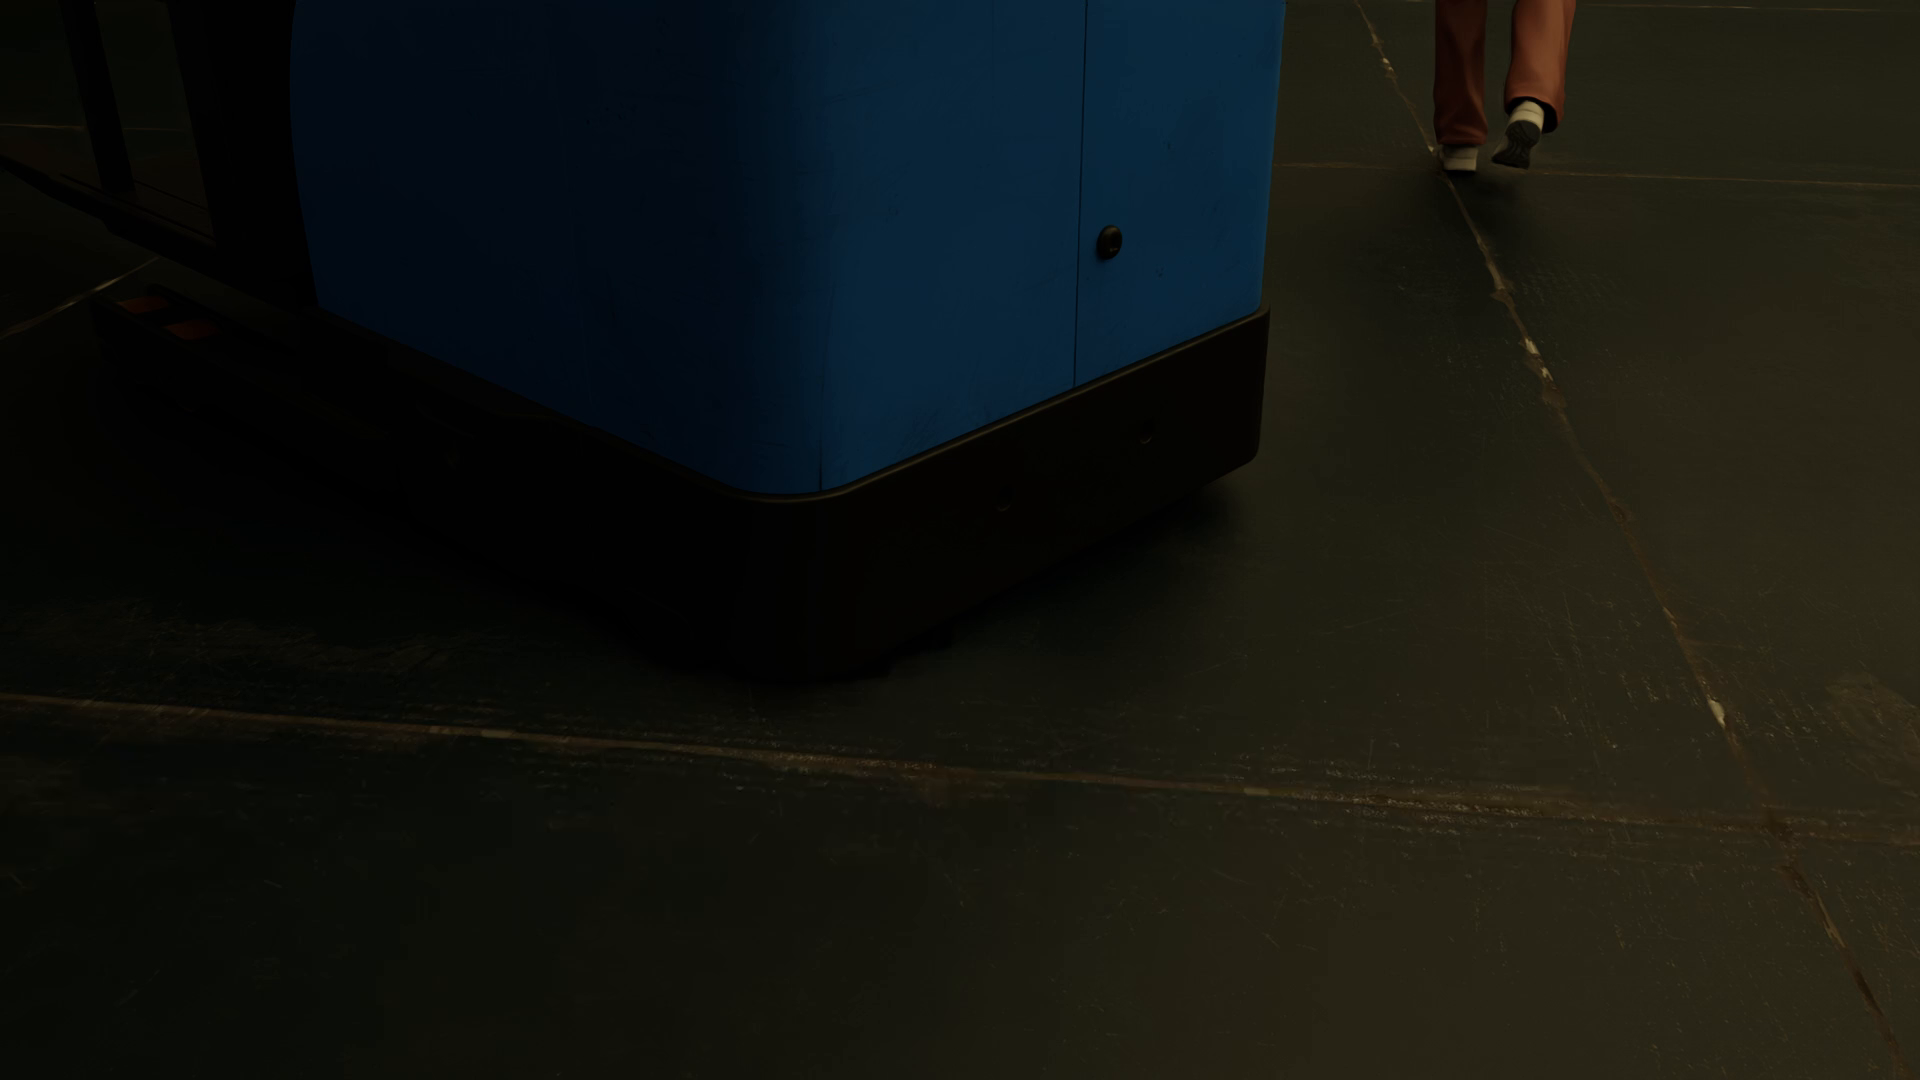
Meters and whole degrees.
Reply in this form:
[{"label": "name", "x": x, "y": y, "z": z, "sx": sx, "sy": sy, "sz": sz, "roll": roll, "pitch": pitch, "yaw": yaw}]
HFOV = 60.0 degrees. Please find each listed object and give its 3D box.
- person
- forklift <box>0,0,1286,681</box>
[{"label": "person", "x": 1.324, "y": -1.696, "z": 4.097, "sx": 0.607, "sy": 1.621, "sz": 0.610, "roll": 7, "pitch": 27, "yaw": 14}, {"label": "forklift", "x": -0.951, "y": -1.688, "z": 2.600, "sx": 3.031, "sy": 2.935, "sz": 1.130, "roll": 22, "pitch": 34, "yaw": 37}]
